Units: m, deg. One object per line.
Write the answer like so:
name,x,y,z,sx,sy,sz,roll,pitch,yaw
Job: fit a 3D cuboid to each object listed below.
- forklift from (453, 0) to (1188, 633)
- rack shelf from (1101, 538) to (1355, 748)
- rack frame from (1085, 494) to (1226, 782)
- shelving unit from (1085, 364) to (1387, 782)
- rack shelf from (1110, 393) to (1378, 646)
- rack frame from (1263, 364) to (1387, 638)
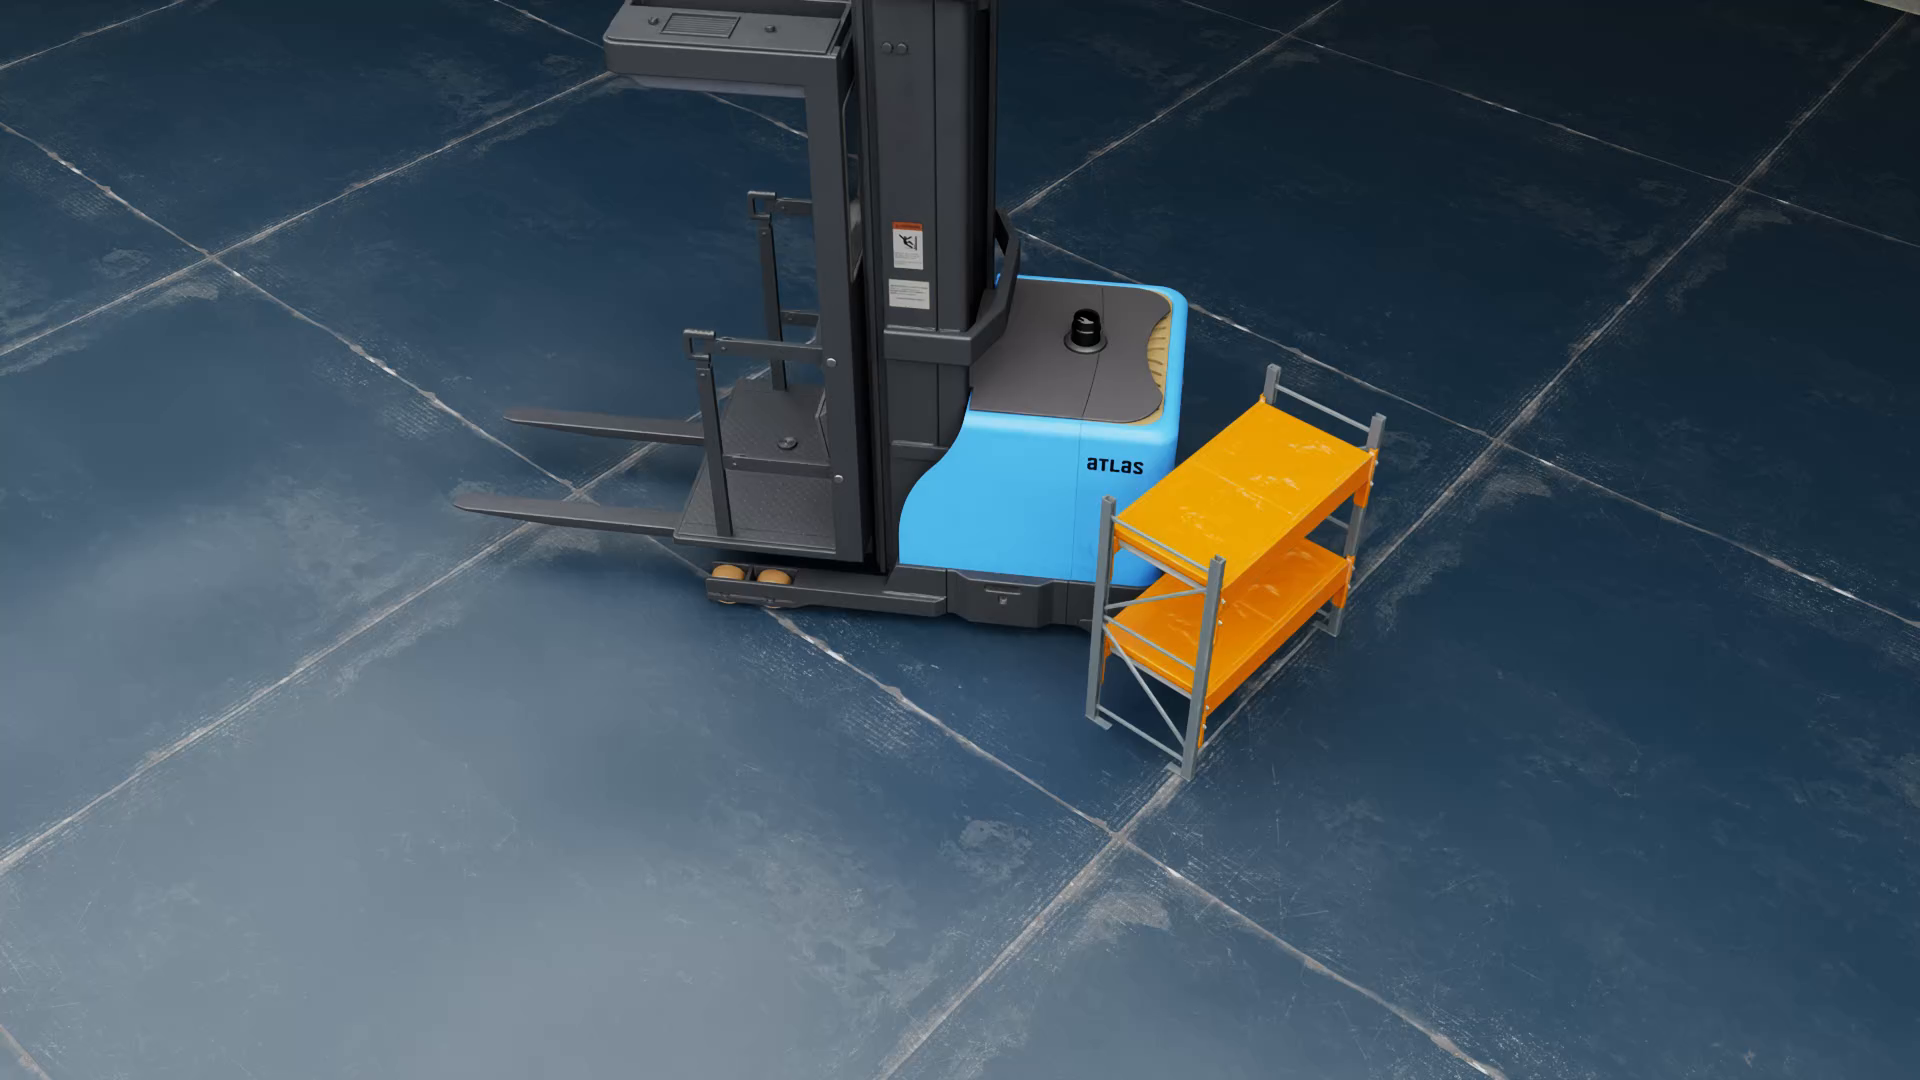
forklift,-0.618,-1.145,6.331,3.031,2.935,1.130,6,43,6
rack shelf,1.023,0.301,6.447,0.538,0.278,1.000,31,51,29
rack frame,0.686,0.375,6.001,0.500,1.125,0.032,31,51,29
shelving unit,1.023,0.120,6.282,0.538,1.125,1.048,31,51,29
rack shelf,1.023,-0.097,6.085,0.538,0.278,1.000,31,51,29
rack frame,1.361,-0.136,6.563,0.500,1.125,0.032,31,51,29
